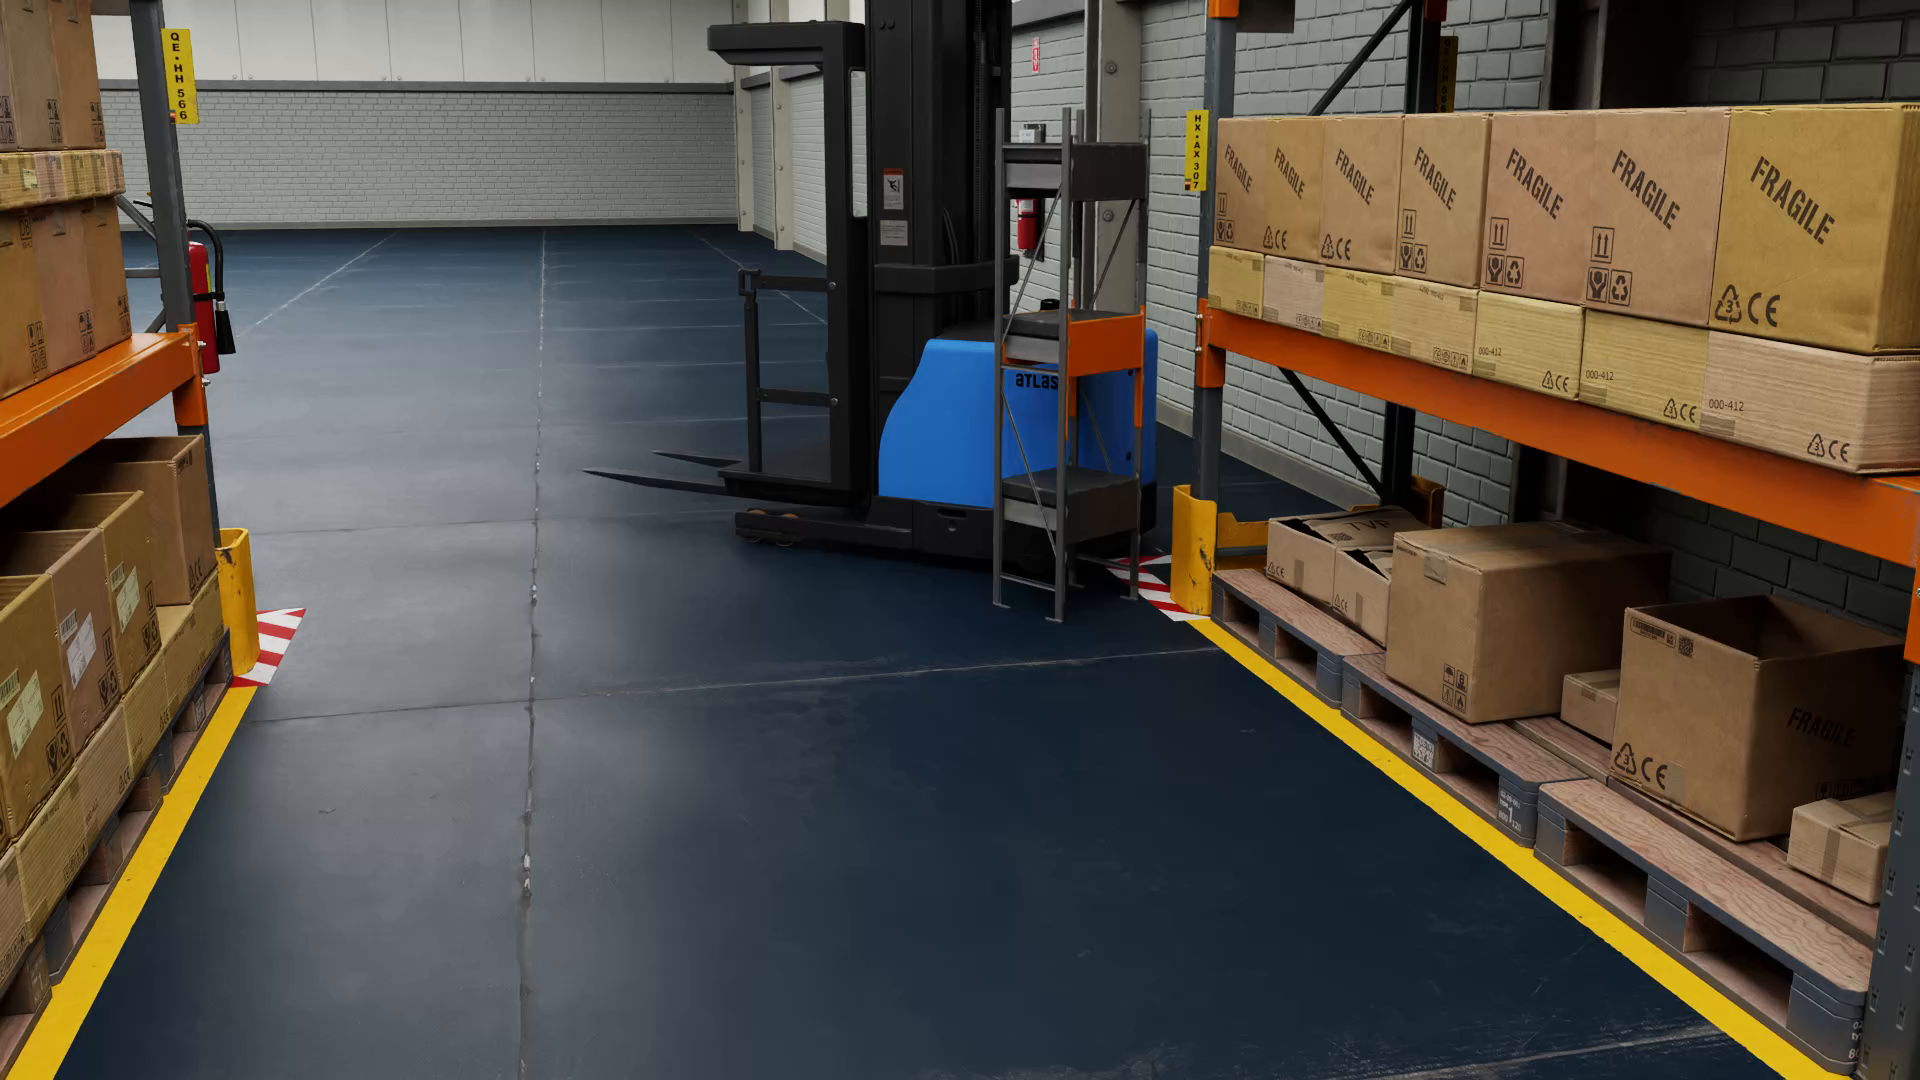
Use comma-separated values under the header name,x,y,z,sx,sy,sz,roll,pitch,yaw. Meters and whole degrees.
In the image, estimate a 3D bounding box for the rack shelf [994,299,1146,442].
name,x,y,z,sx,sy,sz,roll,pitch,yaw
rack shelf,0.465,-0.728,7.038,0.480,0.518,0.431,-13,19,-43

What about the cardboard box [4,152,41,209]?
name,x,y,z,sx,sy,sz,roll,pitch,yaw
cardboard box,-2.789,-0.991,4.587,0.380,0.149,0.250,-3,14,-11

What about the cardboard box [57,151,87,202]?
name,x,y,z,sx,sy,sz,roll,pitch,yaw
cardboard box,-2.908,-1.110,5.073,0.380,0.149,0.250,-3,14,-14

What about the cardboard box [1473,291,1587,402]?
name,x,y,z,sx,sy,sz,roll,pitch,yaw
cardboard box,1.800,-0.557,4.661,0.500,0.250,0.500,-3,14,-13

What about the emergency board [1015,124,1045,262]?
name,x,y,z,sx,sy,sz,roll,pitch,yaw
emergency board,0.561,-3.063,14.645,0.194,1.169,0.643,-3,14,-13

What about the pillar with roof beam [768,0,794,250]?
name,x,y,z,sx,sy,sz,roll,pitch,yaw
pillar with roof beam,-7.308,-9.318,27.605,9.100,9.000,0.400,-3,14,-13

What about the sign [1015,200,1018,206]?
name,x,y,z,sx,sy,sz,roll,pitch,yaw
sign,0.531,-3.214,15.186,0.001,0.329,0.234,-3,14,-13

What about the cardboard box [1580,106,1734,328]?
name,x,y,z,sx,sy,sz,roll,pitch,yaw
cardboard box,1.913,-0.805,4.096,0.500,0.500,0.500,-3,14,-14

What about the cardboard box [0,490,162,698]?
name,x,y,z,sx,sy,sz,roll,pitch,yaw
cardboard box,-2.642,0.161,4.775,0.500,0.500,0.500,-3,14,-13

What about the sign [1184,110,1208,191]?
name,x,y,z,sx,sy,sz,roll,pitch,yaw
sign,0.981,-1.610,6.874,0.100,0.325,0.005,-3,14,-13

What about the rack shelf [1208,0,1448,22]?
name,x,y,z,sx,sy,sz,roll,pitch,yaw
rack shelf,1.978,-1.866,4.942,1.077,0.370,4.000,-3,14,-13

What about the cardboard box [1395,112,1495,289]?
name,x,y,z,sx,sy,sz,roll,pitch,yaw
cardboard box,1.683,-1.042,5.065,0.500,0.500,0.500,-3,14,-11

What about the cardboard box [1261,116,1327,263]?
name,x,y,z,sx,sy,sz,roll,pitch,yaw
cardboard box,1.434,-1.280,6.039,0.500,0.500,0.500,-3,14,-13

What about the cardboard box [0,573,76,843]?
name,x,y,z,sx,sy,sz,roll,pitch,yaw
cardboard box,-2.406,0.392,3.831,0.500,0.500,0.500,-3,14,-13

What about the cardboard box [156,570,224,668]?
name,x,y,z,sx,sy,sz,roll,pitch,yaw
cardboard box,-2.893,0.296,5.805,0.500,0.250,0.500,-3,14,-13

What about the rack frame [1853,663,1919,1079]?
name,x,y,z,sx,sy,sz,roll,pitch,yaw
rack frame,2.448,-0.297,3.324,1.000,3.000,0.127,-3,14,-13

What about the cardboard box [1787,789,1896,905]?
name,x,y,z,sx,sy,sz,roll,pitch,yaw
cardboard box,2.293,0.744,4.106,0.380,0.166,0.250,-5,15,-21

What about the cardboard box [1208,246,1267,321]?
name,x,y,z,sx,sy,sz,roll,pitch,yaw
cardboard box,1.314,-1.027,6.583,0.500,0.250,0.500,-4,14,-15

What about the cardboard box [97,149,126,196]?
name,x,y,z,sx,sy,sz,roll,pitch,yaw
cardboard box,-3.031,-1.229,5.561,0.380,0.149,0.250,-4,14,-14

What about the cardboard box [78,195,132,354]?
name,x,y,z,sx,sy,sz,roll,pitch,yaw
cardboard box,-3.209,-0.883,5.512,0.700,0.500,0.500,-3,14,-13

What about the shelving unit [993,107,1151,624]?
name,x,y,z,sx,sy,sz,roll,pitch,yaw
shelving unit,0.465,-0.741,7.035,0.503,2.100,0.431,-13,19,-43

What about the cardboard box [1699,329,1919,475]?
name,x,y,z,sx,sy,sz,roll,pitch,yaw
cardboard box,2.042,-0.327,3.717,0.500,0.250,0.500,-3,14,-13

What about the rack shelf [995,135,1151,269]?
name,x,y,z,sx,sy,sz,roll,pitch,yaw
rack shelf,0.465,-1.408,6.872,0.480,0.518,0.431,-13,19,-43

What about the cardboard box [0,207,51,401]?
name,x,y,z,sx,sy,sz,roll,pitch,yaw
cardboard box,-2.970,-0.648,4.547,0.700,0.500,0.500,-3,14,-13

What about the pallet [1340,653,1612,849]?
name,x,y,z,sx,sy,sz,roll,pitch,yaw
pallet,1.965,0.622,5.435,1.003,0.211,1.213,-3,14,-13

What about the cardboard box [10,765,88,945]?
name,x,y,z,sx,sy,sz,roll,pitch,yaw
cardboard box,-2.406,0.756,3.920,0.500,0.250,0.500,-3,14,-13

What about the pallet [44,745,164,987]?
name,x,y,z,sx,sy,sz,roll,pitch,yaw
pallet,-2.803,0.866,4.436,1.003,0.211,1.213,-3,14,-13

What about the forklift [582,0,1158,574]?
name,x,y,z,sx,sy,sz,roll,pitch,yaw
forklift,-0.559,-1.492,8.360,3.031,2.935,1.130,7,15,26

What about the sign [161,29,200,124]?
name,x,y,z,sx,sy,sz,roll,pitch,yaw
sign,-2.775,-1.648,5.912,0.100,0.325,0.005,-3,14,-13

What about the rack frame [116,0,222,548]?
name,x,y,z,sx,sy,sz,roll,pitch,yaw
rack frame,-3.306,-0.943,5.967,1.000,3.000,0.127,-3,14,-13

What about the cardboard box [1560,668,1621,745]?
name,x,y,z,sx,sy,sz,roll,pitch,yaw
cardboard box,2.091,0.504,5.125,0.380,0.149,0.250,-4,14,-18

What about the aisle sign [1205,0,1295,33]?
name,x,y,z,sx,sy,sz,roll,pitch,yaw
aisle sign,1.200,-2.483,6.792,0.394,0.787,0.004,-3,14,-13

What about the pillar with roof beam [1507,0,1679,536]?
name,x,y,z,sx,sy,sz,roll,pitch,yaw
pillar with roof beam,-1.671,-3.781,4.943,9.100,9.000,0.400,-3,14,-13

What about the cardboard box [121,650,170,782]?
name,x,y,z,sx,sy,sz,roll,pitch,yaw
cardboard box,-2.645,0.526,4.864,0.500,0.250,0.500,-3,14,-13

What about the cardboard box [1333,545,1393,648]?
name,x,y,z,sx,sy,sz,roll,pitch,yaw
cardboard box,1.717,0.168,6.156,0.500,0.311,0.500,-2,14,-9

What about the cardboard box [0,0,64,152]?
name,x,y,z,sx,sy,sz,roll,pitch,yaw
cardboard box,-3.068,-1.380,4.812,0.700,0.500,0.500,-4,14,-15

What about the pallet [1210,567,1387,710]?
name,x,y,z,sx,sy,sz,roll,pitch,yaw
pallet,1.682,0.341,6.585,1.003,0.211,1.213,-3,14,-13

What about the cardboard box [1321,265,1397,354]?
name,x,y,z,sx,sy,sz,roll,pitch,yaw
cardboard box,1.564,-0.790,5.614,0.500,0.250,0.500,-4,14,-14

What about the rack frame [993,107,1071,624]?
name,x,y,z,sx,sy,sz,roll,pitch,yaw
rack frame,0.290,-0.701,6.870,0.015,2.100,0.400,-13,19,-43

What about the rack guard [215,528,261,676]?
name,x,y,z,sx,sy,sz,roll,pitch,yaw
rack guard,-3.312,0.266,6.287,1.175,0.500,0.348,-3,14,-13
